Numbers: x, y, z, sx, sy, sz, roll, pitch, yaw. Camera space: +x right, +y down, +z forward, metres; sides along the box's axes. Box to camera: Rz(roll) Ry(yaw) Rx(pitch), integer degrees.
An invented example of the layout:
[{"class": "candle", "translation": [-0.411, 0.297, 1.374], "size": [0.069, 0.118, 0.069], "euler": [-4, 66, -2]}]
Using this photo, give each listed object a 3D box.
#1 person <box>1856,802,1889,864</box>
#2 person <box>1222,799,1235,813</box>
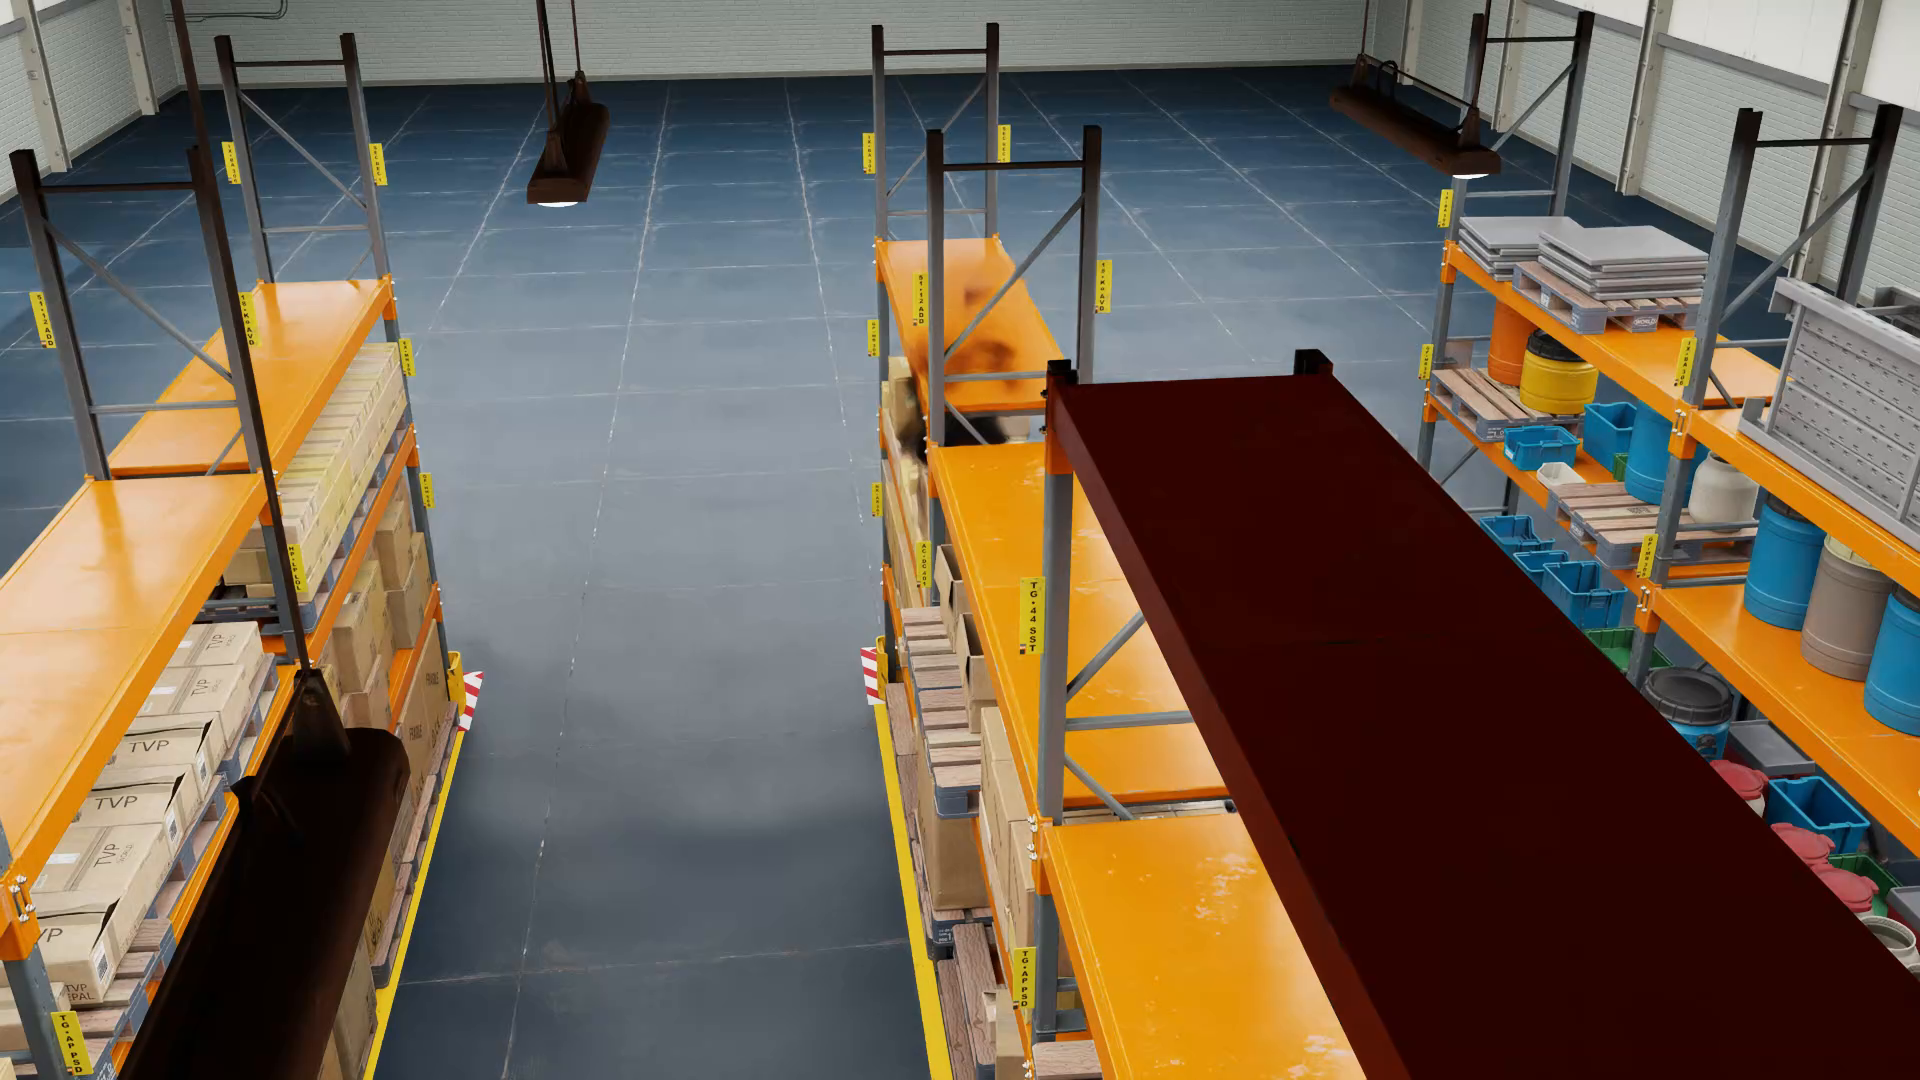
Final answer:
[{"class": "person", "translation": [7.177, 1.809, 13.032], "size": [0.524, 1.436, 0.586], "euler": [-11, 28, -22]}, {"class": "person", "translation": [1.970, 1.870, 12.656], "size": [0.411, 1.652, 0.499], "euler": [-6, 26, -13]}]
